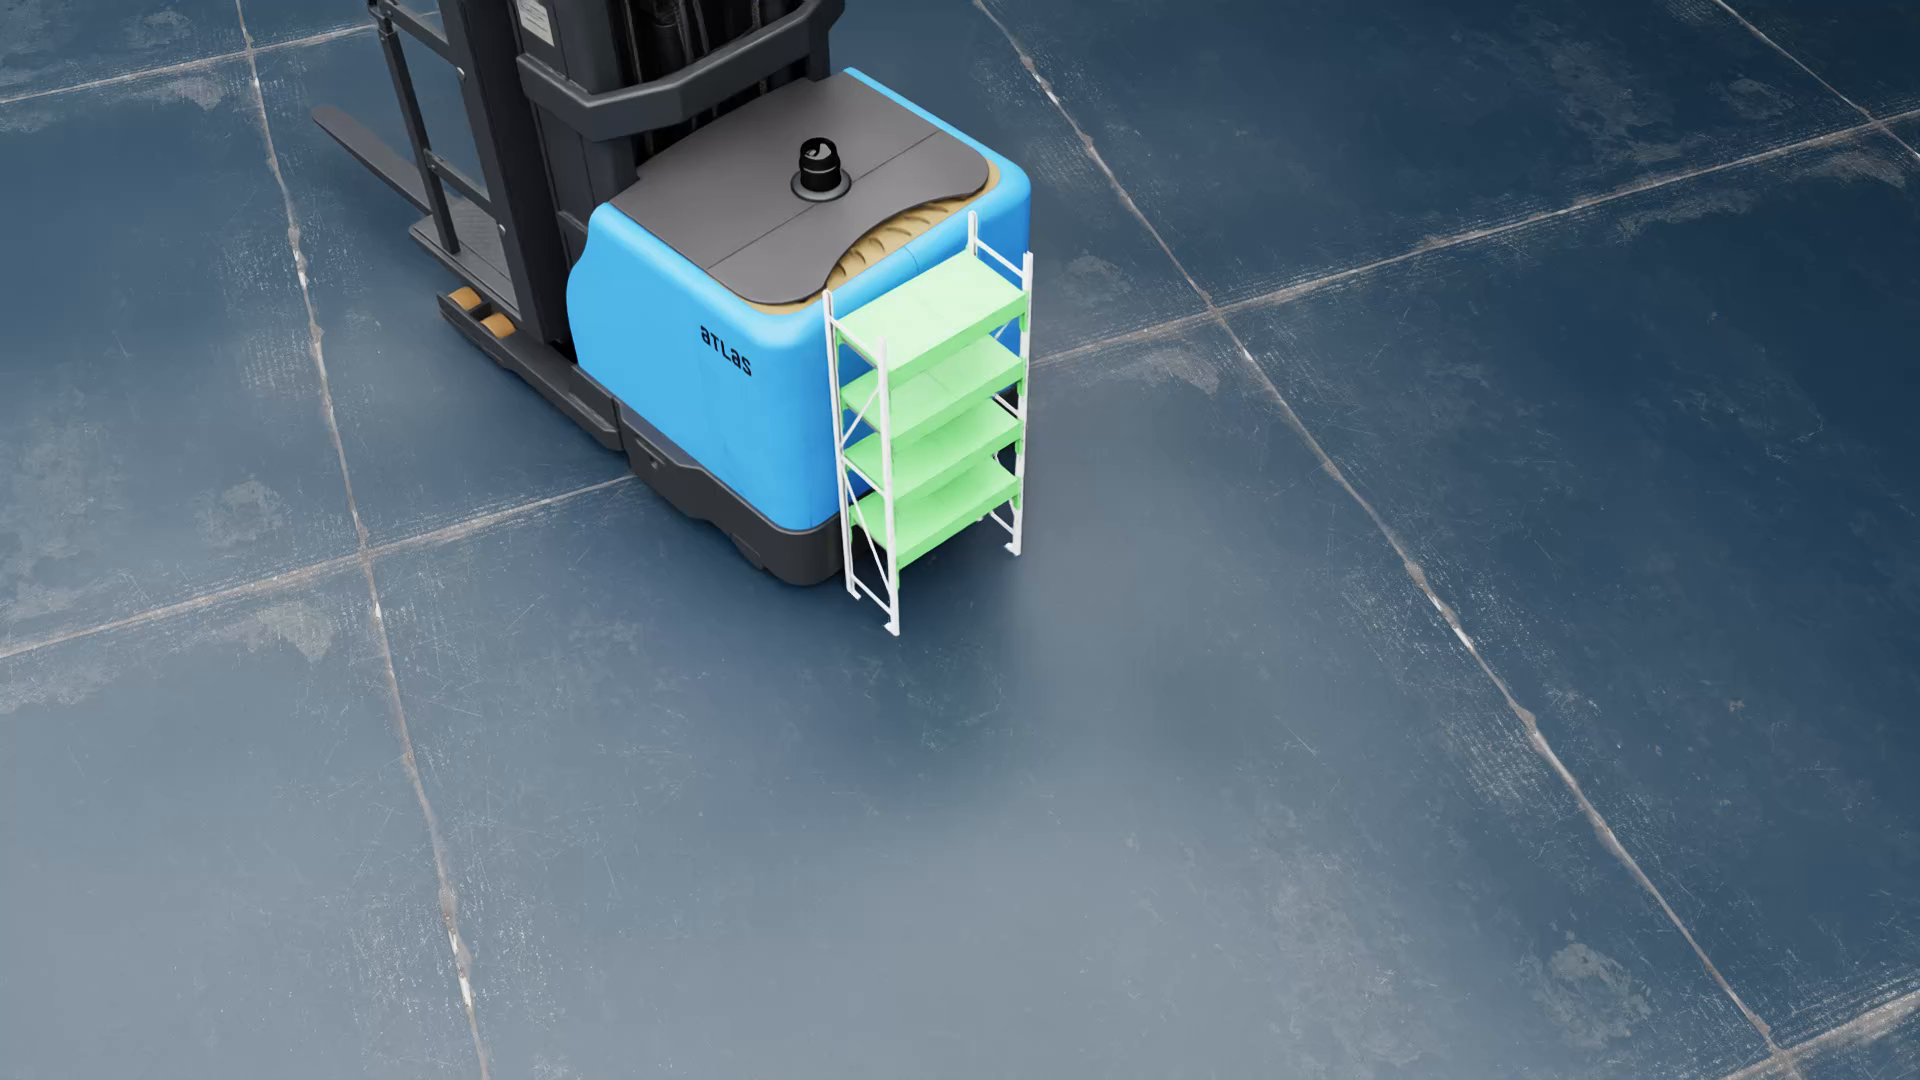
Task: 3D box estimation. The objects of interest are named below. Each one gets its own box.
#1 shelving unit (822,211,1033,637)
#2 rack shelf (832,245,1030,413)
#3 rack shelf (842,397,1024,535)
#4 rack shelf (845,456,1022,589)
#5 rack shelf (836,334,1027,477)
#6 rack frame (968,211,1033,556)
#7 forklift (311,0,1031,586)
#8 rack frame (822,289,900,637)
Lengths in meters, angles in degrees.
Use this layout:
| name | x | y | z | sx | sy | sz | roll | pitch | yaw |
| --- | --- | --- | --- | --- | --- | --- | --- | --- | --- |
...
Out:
| name | x | y | z | sx | sy | sz | roll | pitch | yaw |
| --- | --- | --- | --- | --- | --- | --- | --- | --- | --- |
| shelving unit | -0.080 | -0.292 | 4.710 | 0.503 | 1.200 | 0.258 | -33 | 57 | -25 |
| rack shelf | -0.080 | -0.563 | 4.394 | 0.480 | 0.148 | 0.258 | -33 | 57 | -25 |
| rack shelf | -0.080 | -0.251 | 4.759 | 0.480 | 0.148 | 0.258 | -33 | 57 | -25 |
| rack shelf | -0.080 | -0.094 | 4.941 | 0.480 | 0.148 | 0.258 | -33 | 57 | -25 |
| rack shelf | -0.080 | -0.407 | 4.577 | 0.480 | 0.148 | 0.258 | -33 | 57 | -25 |
| rack frame | 0.106 | -0.413 | 4.814 | 0.015 | 1.200 | 0.240 | -33 | 57 | -25 |
| forklift | -1.180 | -1.827 | 4.887 | 3.031 | 2.935 | 1.130 | 37 | 59 | 27 |
| rack frame | -0.265 | -0.172 | 4.607 | 0.015 | 1.200 | 0.240 | -33 | 57 | -25 |
